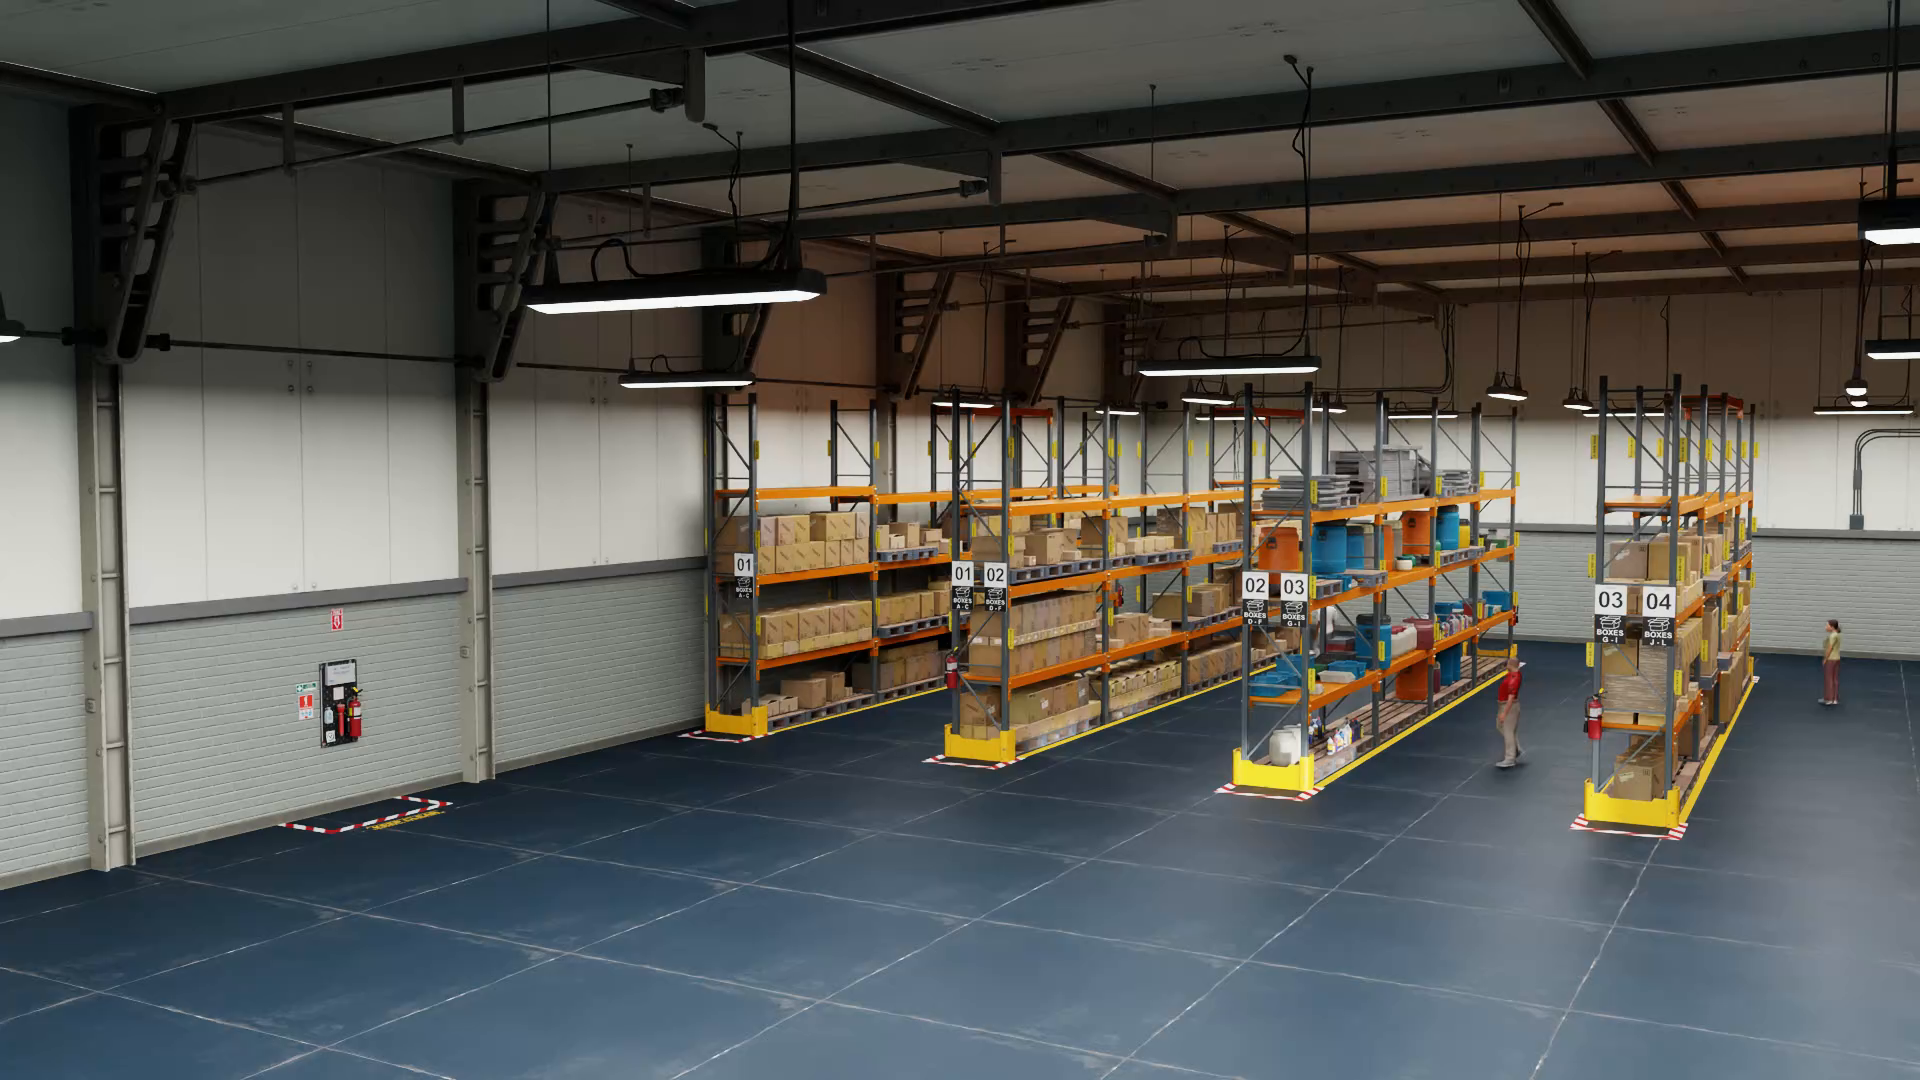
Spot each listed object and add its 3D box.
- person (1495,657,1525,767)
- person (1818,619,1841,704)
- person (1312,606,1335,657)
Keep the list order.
[{"bbox_3d":[8.745,2.713,26.402,0.477,1.732,0.630,1,3,14],"label":"person"},{"bbox_3d":[17.101,2.390,32.700,0.457,1.683,0.380,-3,4,-44],"label":"person"},{"bbox_3d":[8.224,2.095,37.683,0.607,1.764,0.539,-3,4,-44],"label":"person"}]
